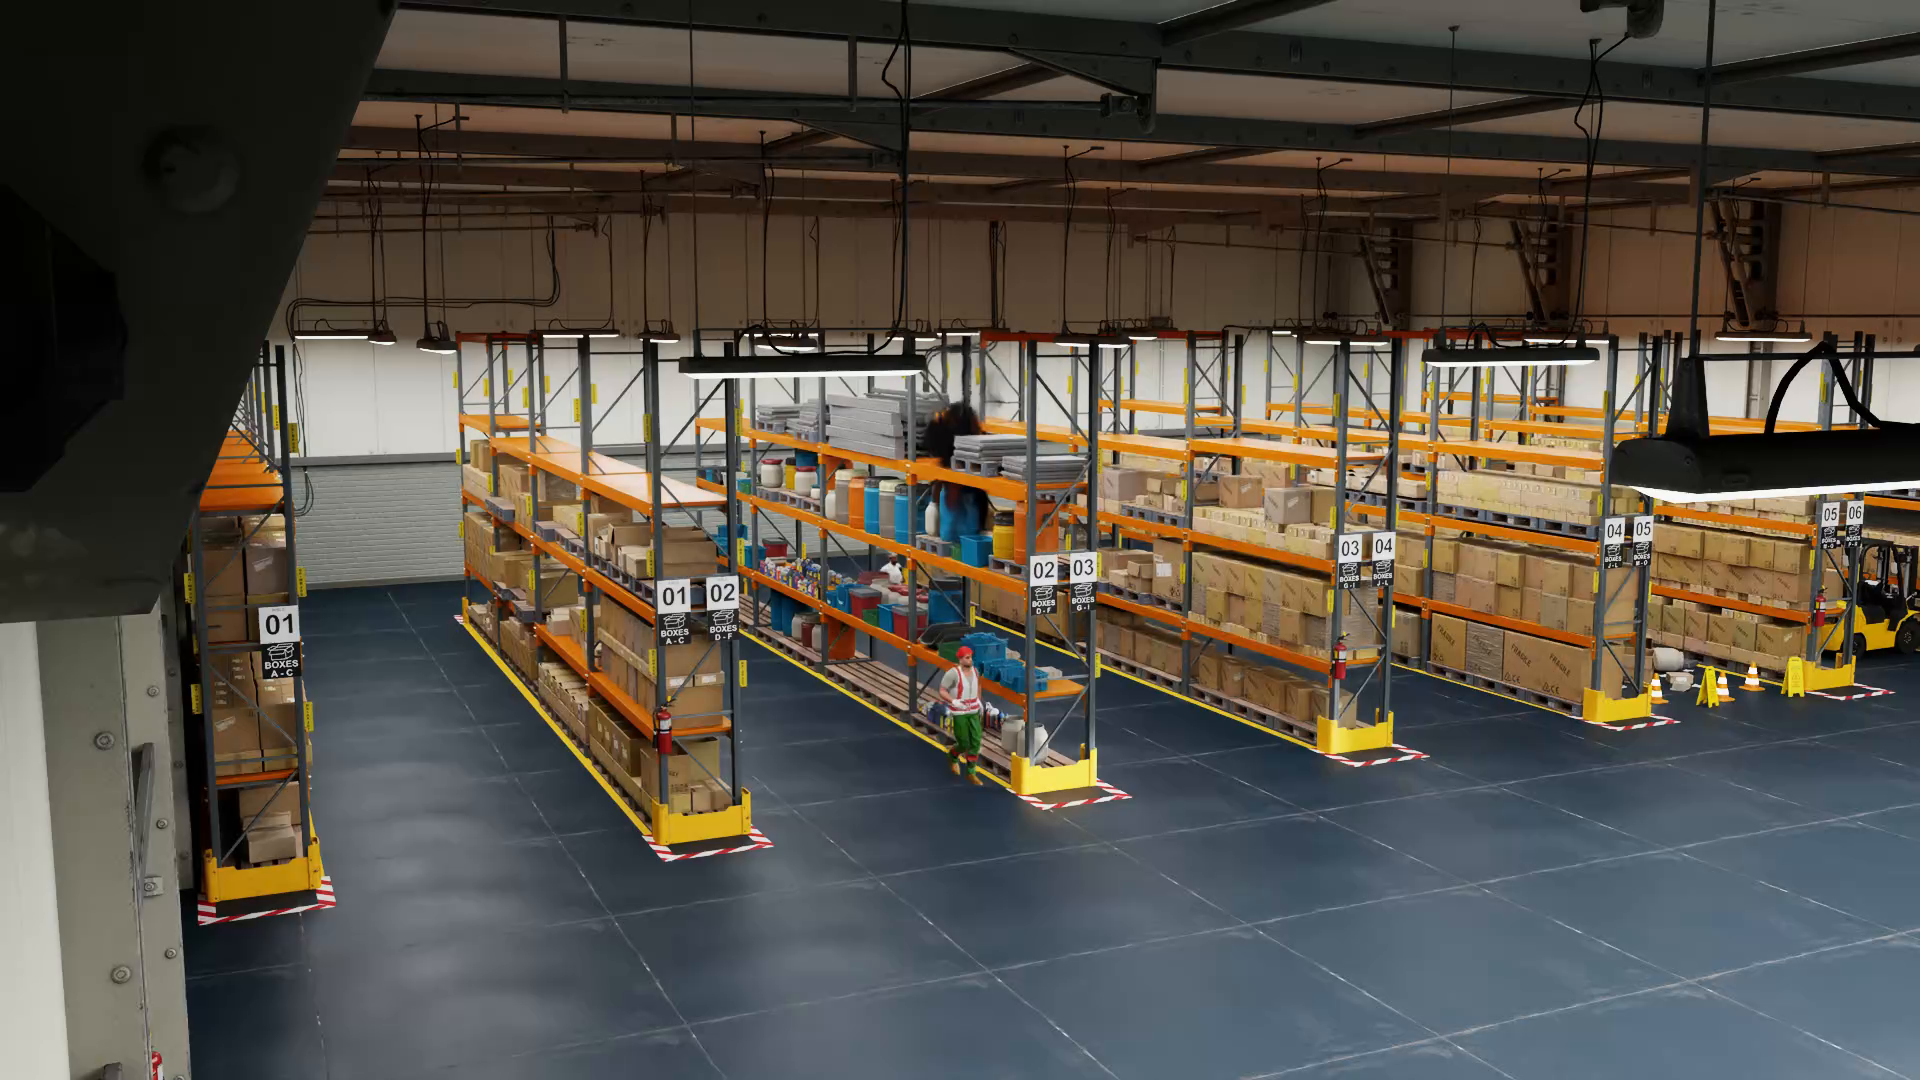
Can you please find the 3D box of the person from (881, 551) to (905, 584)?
[{"bbox_3d":[-1.332,1.021,33.403,0.575,1.657,0.559,-6,10,-37],"label":"person"}]

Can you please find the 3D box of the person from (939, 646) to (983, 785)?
[{"bbox_3d":[0.056,2.264,21.683,0.698,1.786,0.694,-5,9,-33],"label":"person"}]
